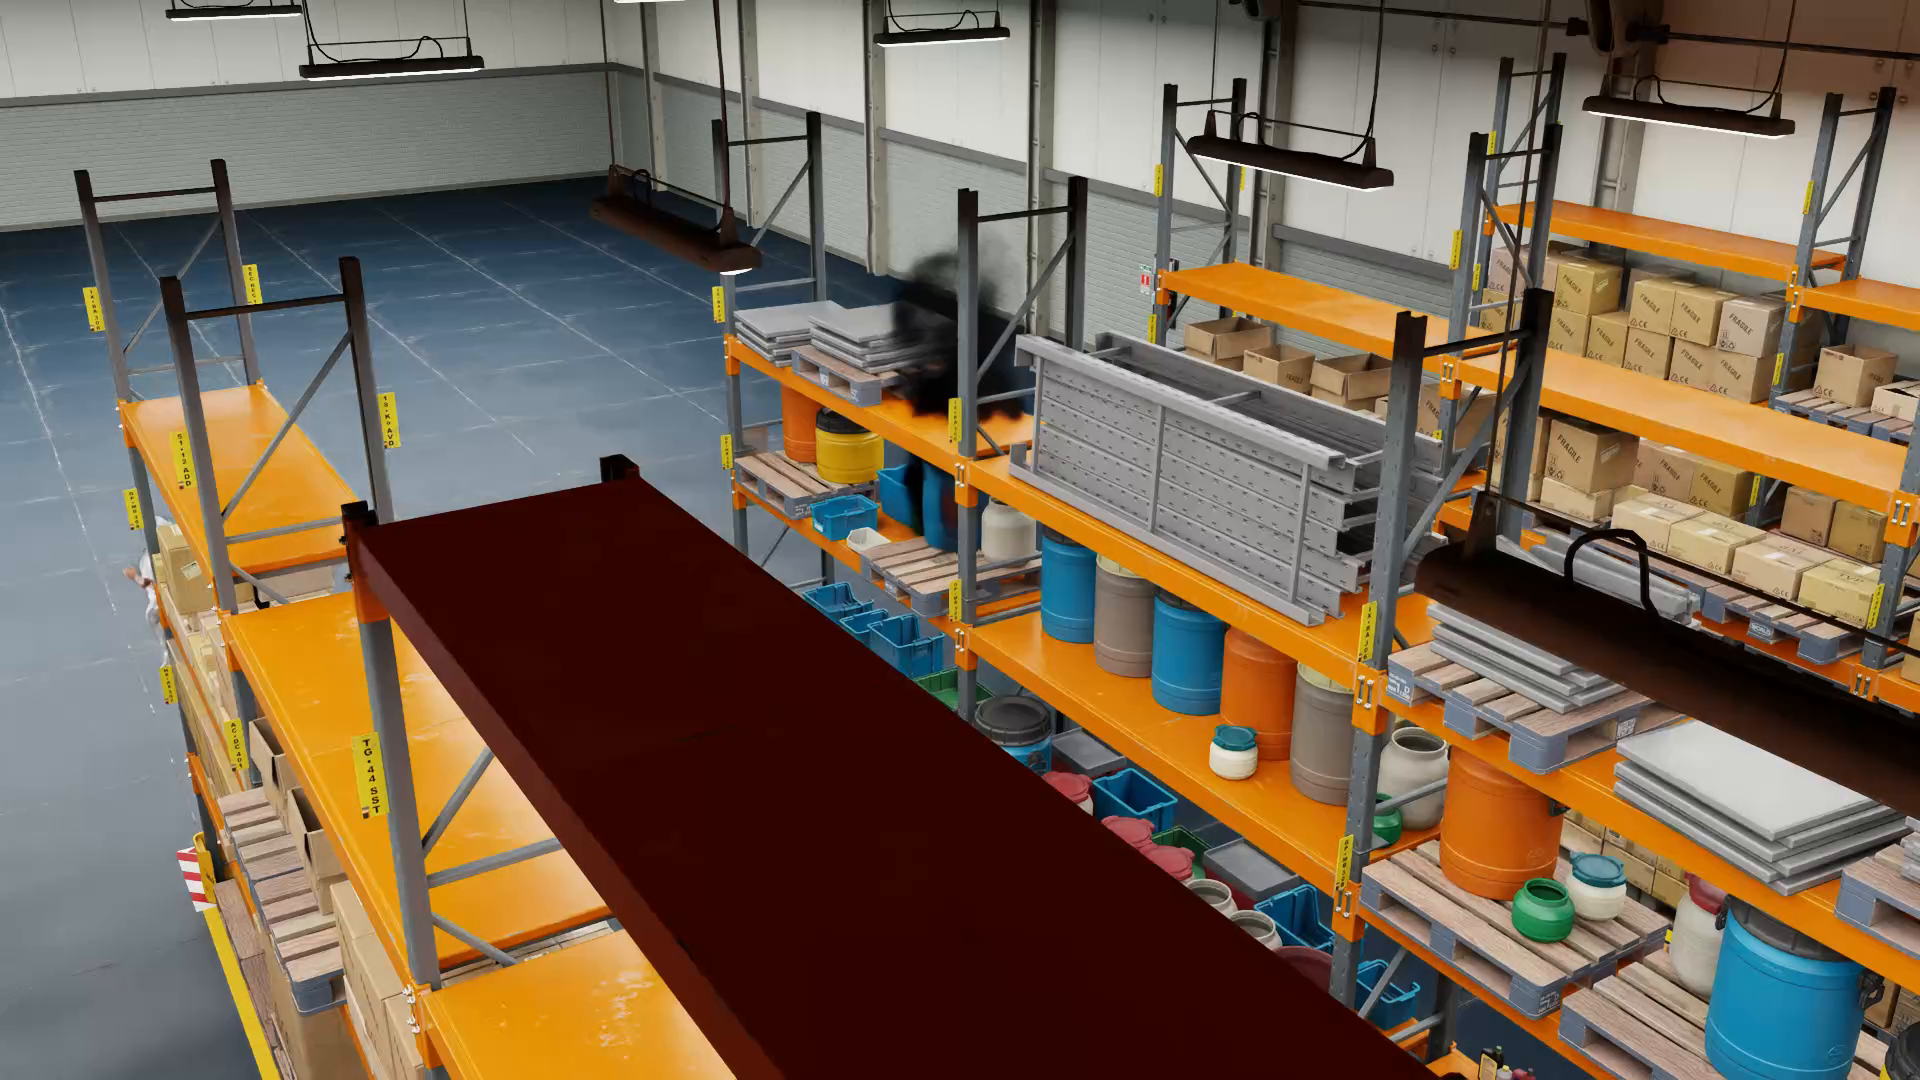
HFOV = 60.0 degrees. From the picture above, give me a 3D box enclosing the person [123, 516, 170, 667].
[{"bbox_3d":[-8.371,0.596,17.551,0.757,1.821,0.670,-1,22,-3],"label":"person"}]
